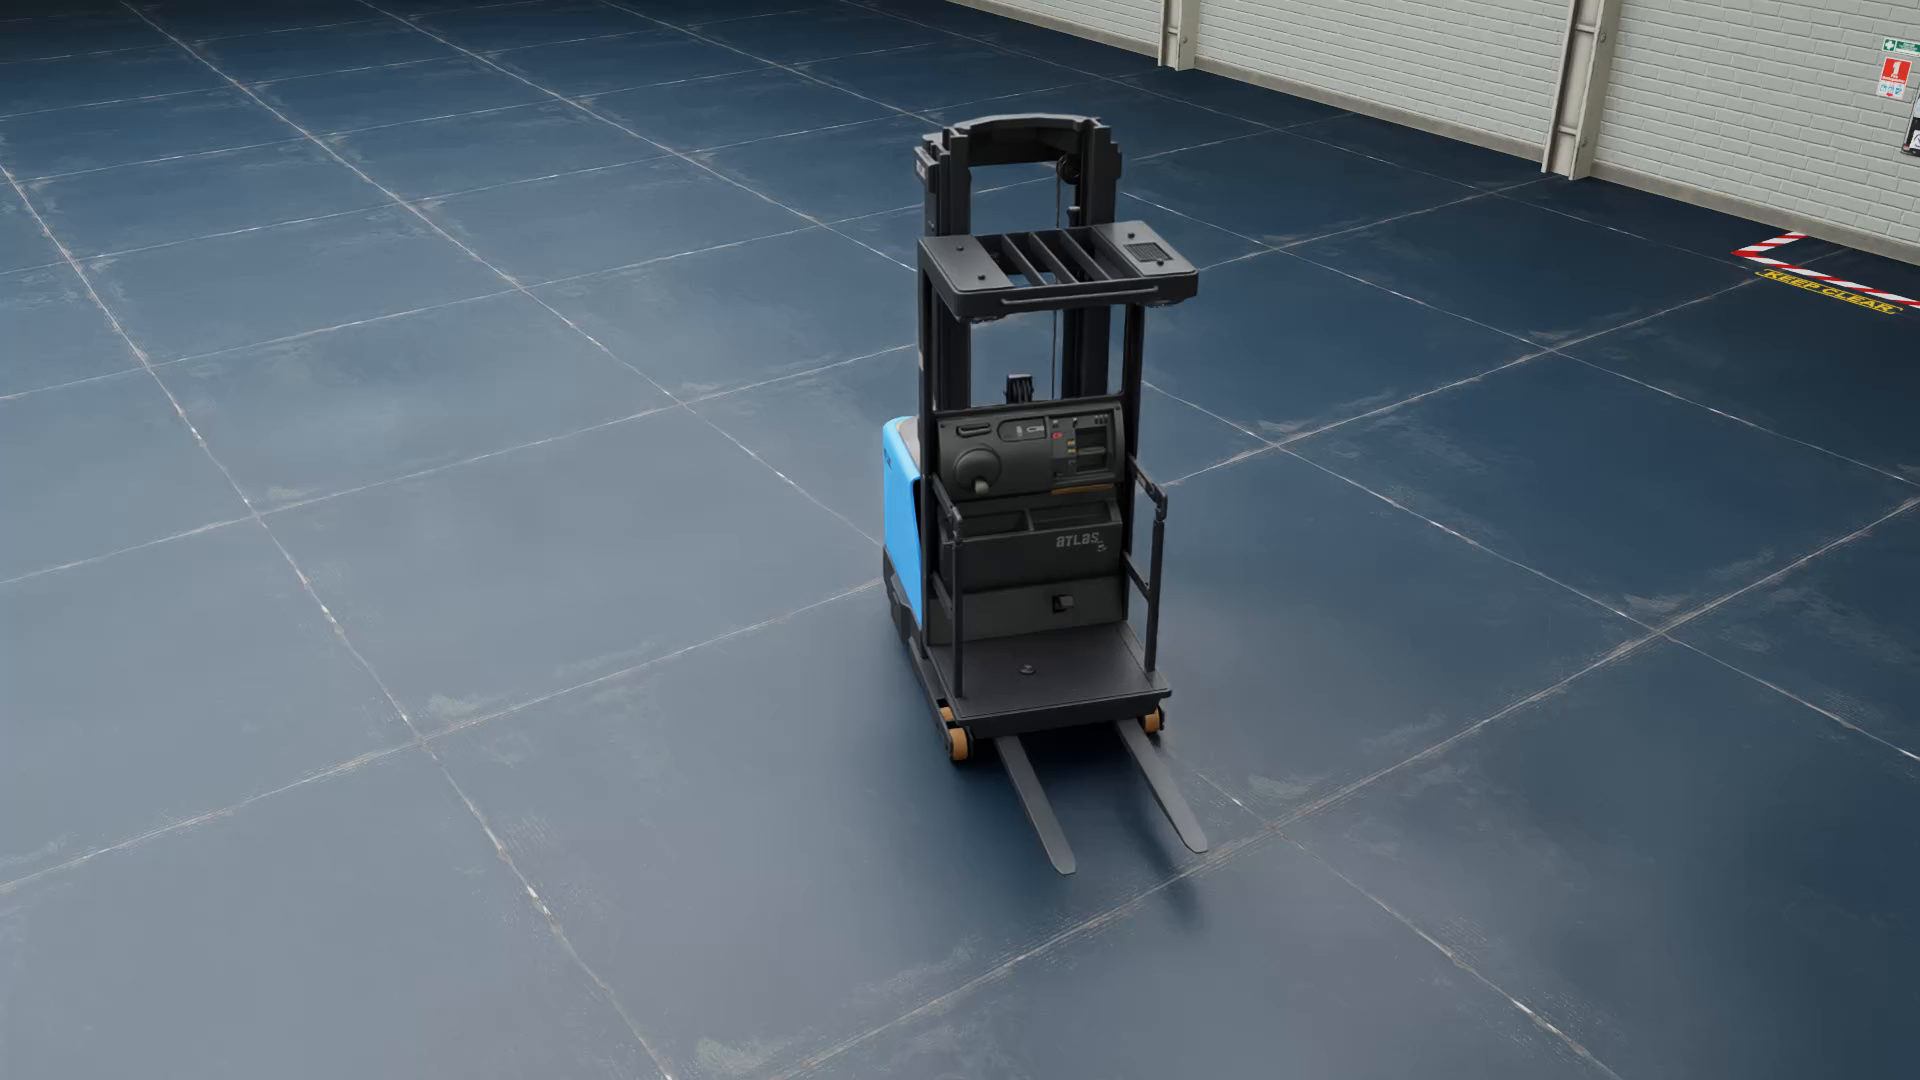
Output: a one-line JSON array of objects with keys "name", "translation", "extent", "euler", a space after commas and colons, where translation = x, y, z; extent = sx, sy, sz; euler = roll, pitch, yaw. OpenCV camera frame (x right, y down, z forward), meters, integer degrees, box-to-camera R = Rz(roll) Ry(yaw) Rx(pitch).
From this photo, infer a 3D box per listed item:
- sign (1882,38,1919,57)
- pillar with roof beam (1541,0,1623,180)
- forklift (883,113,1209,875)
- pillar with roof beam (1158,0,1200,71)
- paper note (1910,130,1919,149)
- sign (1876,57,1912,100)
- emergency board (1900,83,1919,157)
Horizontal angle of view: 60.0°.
[{"name": "sign", "translation": [8.123, -4.248, 14.336], "extent": [0.001, 0.109, 0.331], "euler": [-19, 34, -31]}, {"name": "pillar with roof beam", "translation": [2.779, -6.566, 12.911], "extent": [9.100, 9.000, 0.400], "euler": [-19, 34, -31]}, {"name": "forklift", "translation": [0.403, -0.395, 7.906], "extent": [1.130, 2.935, 3.031], "euler": [-7, 29, -12]}, {"name": "pillar with roof beam", "translation": [-0.701, -8.899, 17.206], "extent": [9.100, 9.000, 0.400], "euler": [-19, 34, -31]}, {"name": "paper note", "translation": [8.318, -3.461, 14.403], "extent": [0.016, 0.148, 0.142], "euler": [-19, 34, -31]}, {"name": "sign", "translation": [8.127, -4.019, 14.471], "extent": [0.001, 0.329, 0.234], "euler": [-19, 34, -31]}, {"name": "emergency board", "translation": [8.374, -3.769, 14.046], "extent": [0.157, 1.169, 0.626], "euler": [-19, 34, -31]}]
